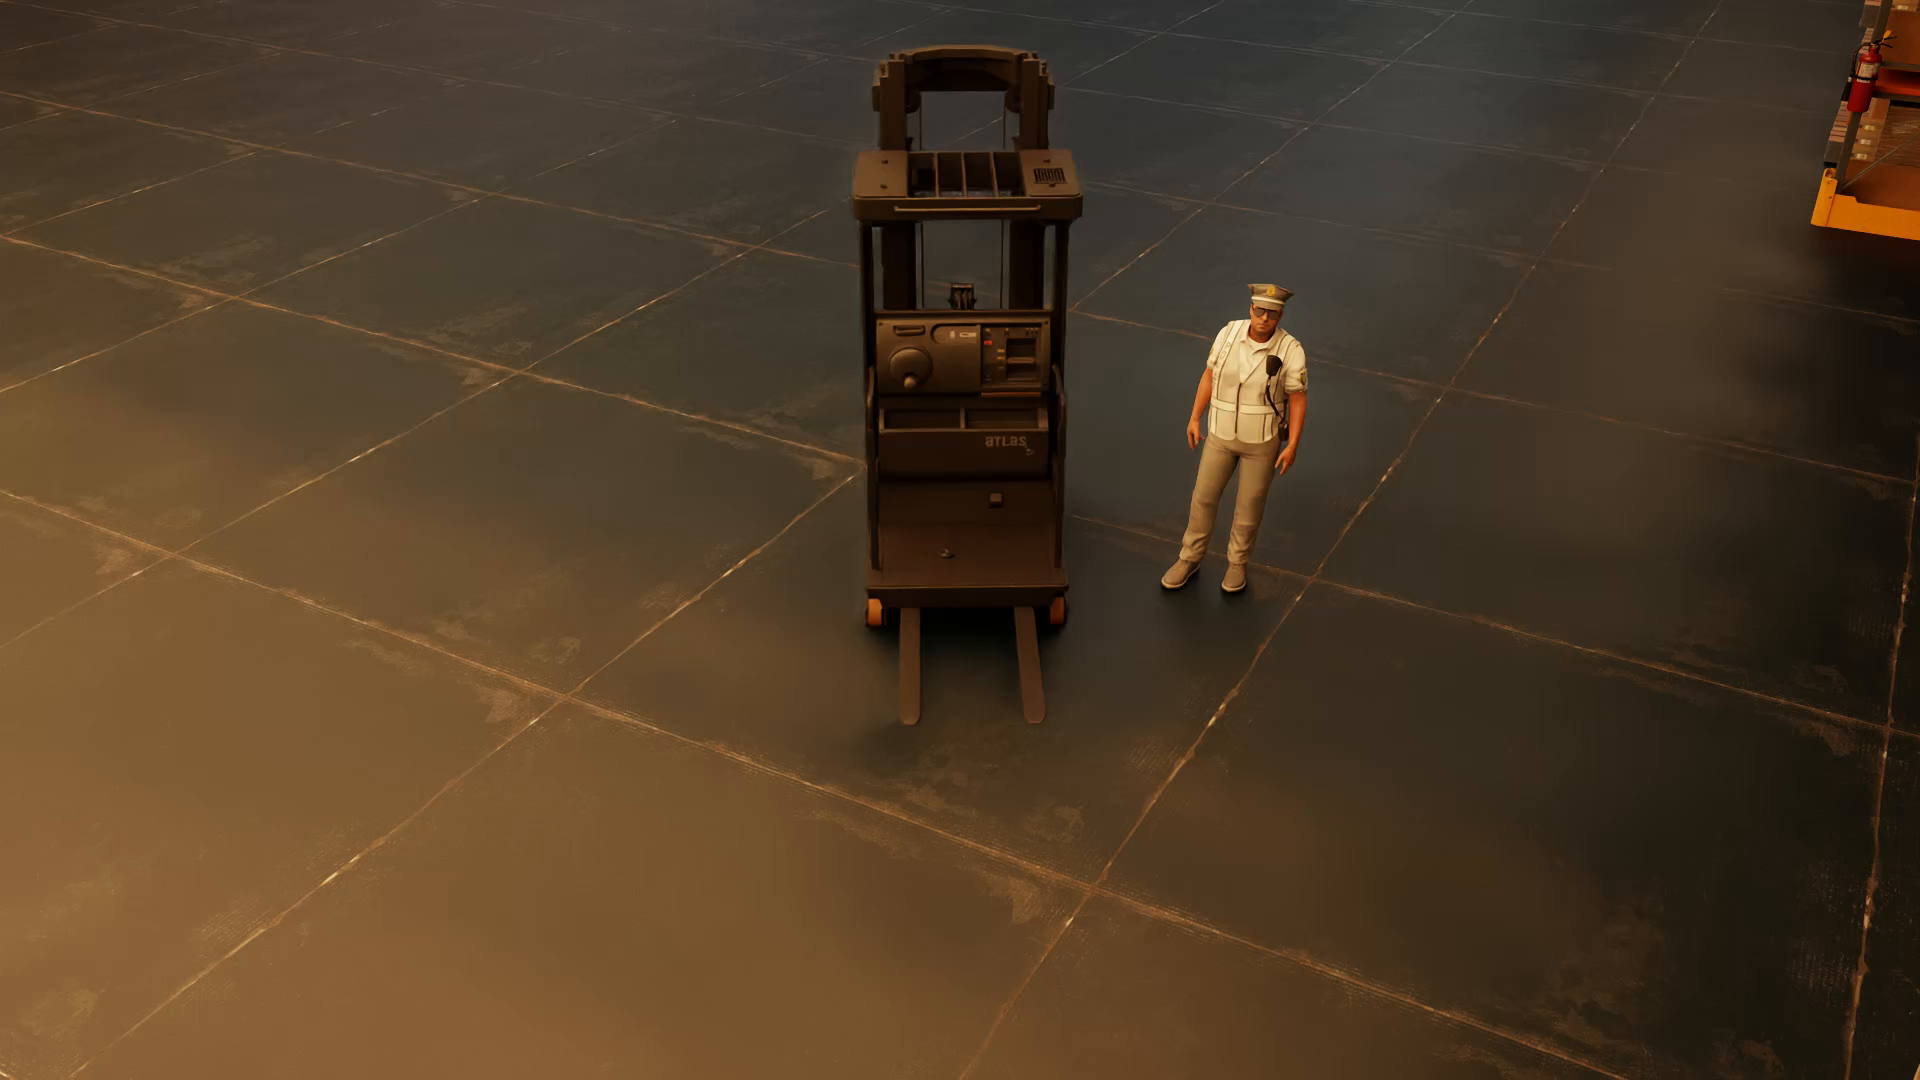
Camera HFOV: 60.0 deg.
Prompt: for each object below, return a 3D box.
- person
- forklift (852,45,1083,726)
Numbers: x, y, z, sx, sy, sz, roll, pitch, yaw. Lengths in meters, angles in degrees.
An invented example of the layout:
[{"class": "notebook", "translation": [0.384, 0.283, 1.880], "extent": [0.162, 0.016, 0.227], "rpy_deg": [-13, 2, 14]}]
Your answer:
[{"class": "person", "translation": [1.541, -0.558, 9.171], "extent": [0.640, 1.781, 0.575], "rpy_deg": [13, 33, 22]}, {"class": "forklift", "translation": [0.027, -0.946, 8.711], "extent": [1.130, 2.935, 3.031], "rpy_deg": [-1, 30, -1]}]
